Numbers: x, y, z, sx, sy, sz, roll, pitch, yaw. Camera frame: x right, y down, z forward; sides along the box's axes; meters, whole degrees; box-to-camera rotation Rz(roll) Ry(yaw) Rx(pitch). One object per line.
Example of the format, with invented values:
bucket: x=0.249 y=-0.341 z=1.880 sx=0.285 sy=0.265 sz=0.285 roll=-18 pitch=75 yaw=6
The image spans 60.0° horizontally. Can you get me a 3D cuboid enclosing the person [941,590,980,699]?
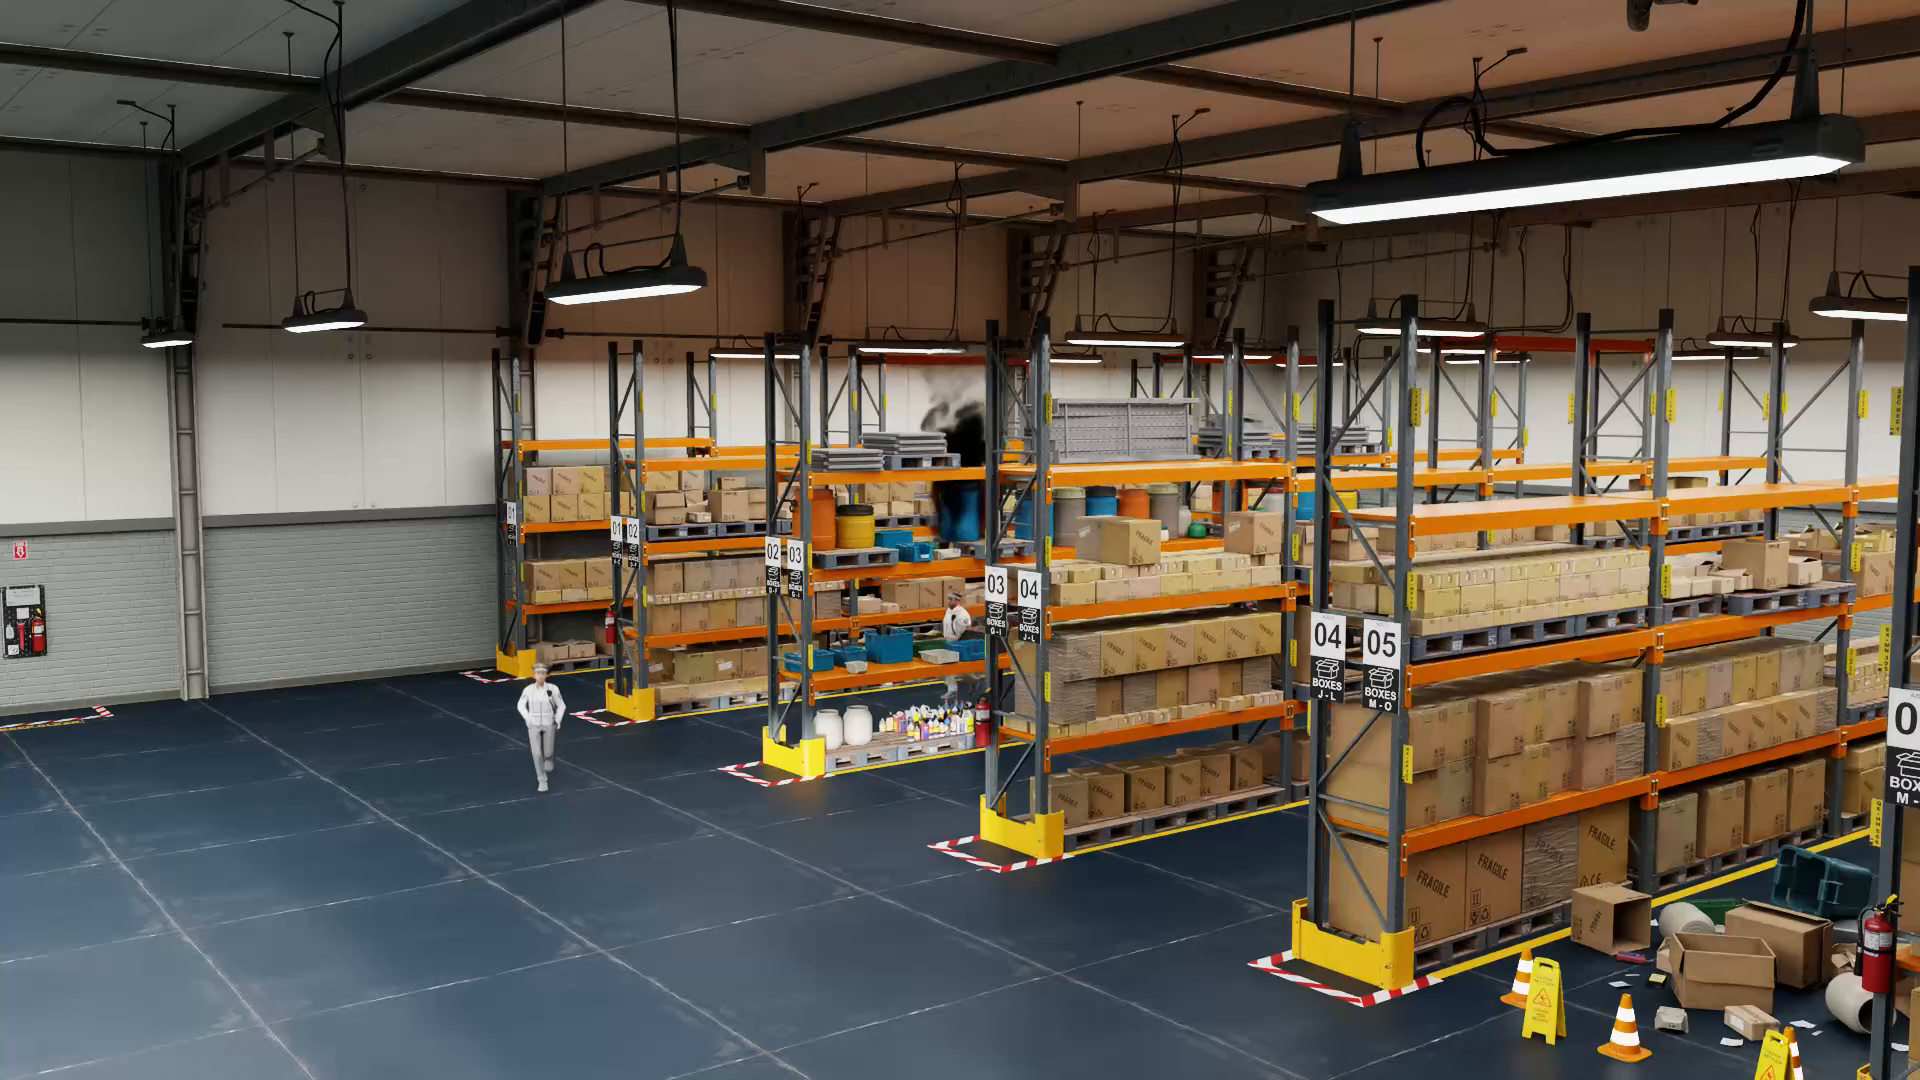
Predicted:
person: x=-0.028 y=1.668 z=26.774 sx=0.692 sy=1.759 sz=0.646 roll=-3 pitch=6 yaw=-34

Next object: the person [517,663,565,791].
person: x=-5.511 y=2.430 z=21.889 sx=0.613 sy=1.665 sz=0.609 roll=-1 pitch=5 yaw=-12
